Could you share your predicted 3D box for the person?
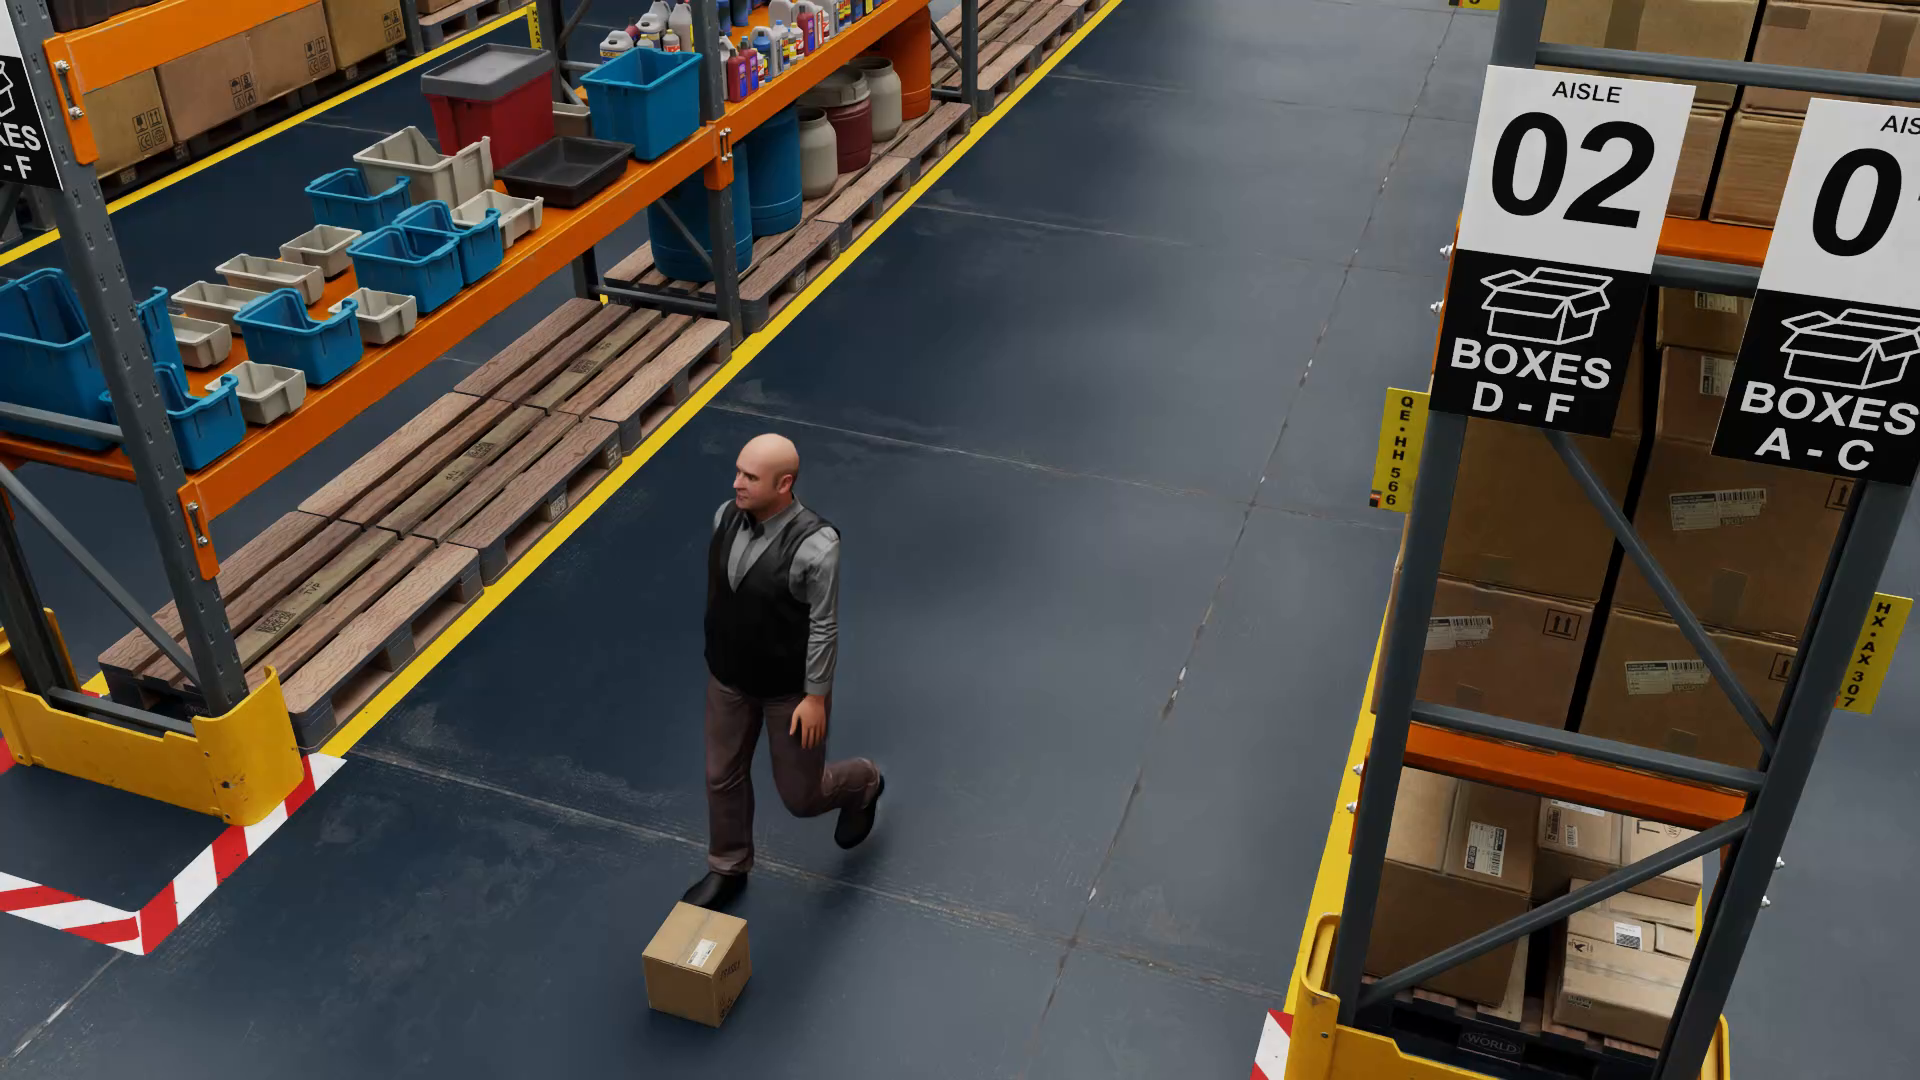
[{"bbox_3d":[-0.639,0.452,5.451,0.540,1.701,0.783,20,38,28],"label":"person"}]
